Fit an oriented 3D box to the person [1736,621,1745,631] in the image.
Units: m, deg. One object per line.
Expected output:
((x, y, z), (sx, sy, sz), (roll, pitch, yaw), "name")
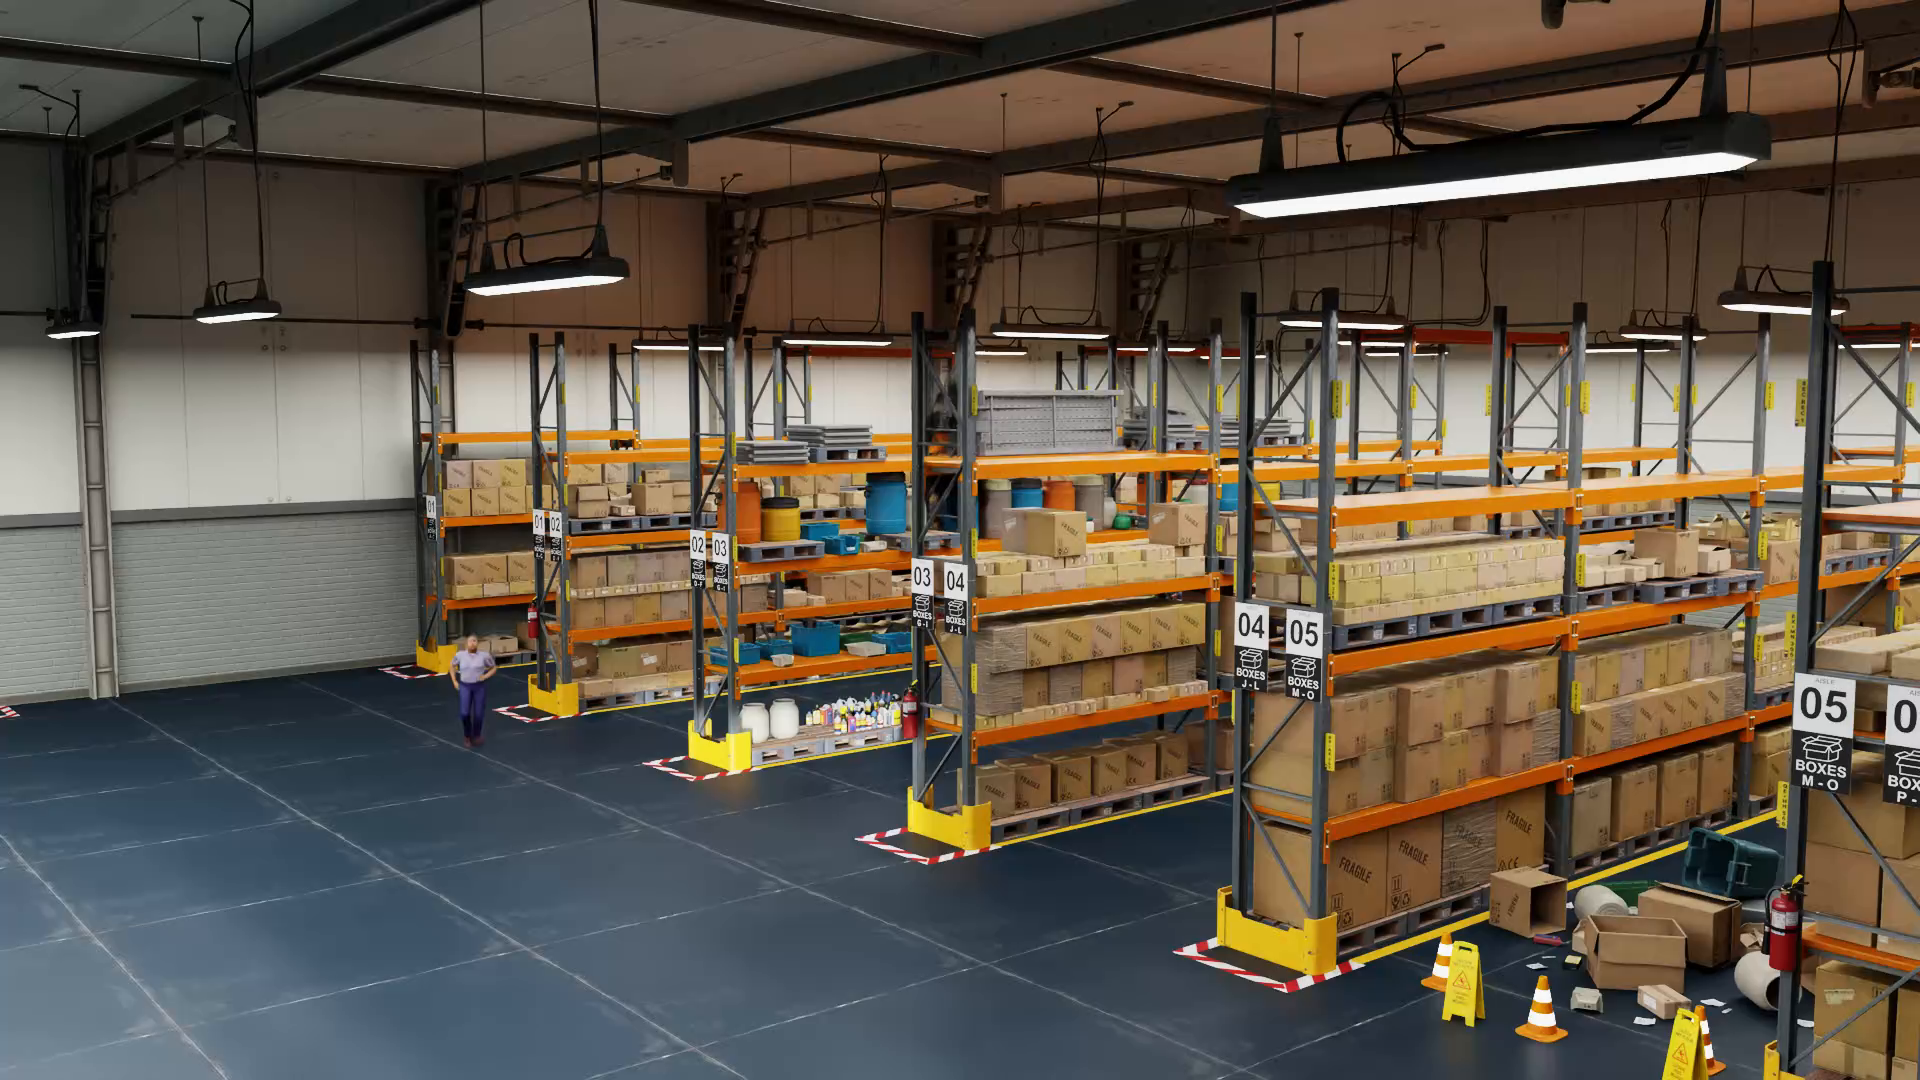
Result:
((11.456, 2.043, 24.386), (0.582, 1.721, 0.690), (-5, 7, -41), "person")

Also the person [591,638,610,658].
((-6.226, 1.588, 29.222), (0.668, 1.749, 0.583), (4, 7, 40), "person")

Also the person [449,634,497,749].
((-6.951, 2.171, 23.764), (0.662, 1.665, 0.586), (-1, 5, -14), "person")

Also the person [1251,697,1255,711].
((4.840, 1.967, 26.471), (0.712, 1.532, 0.653), (5, 7, 44), "person")
